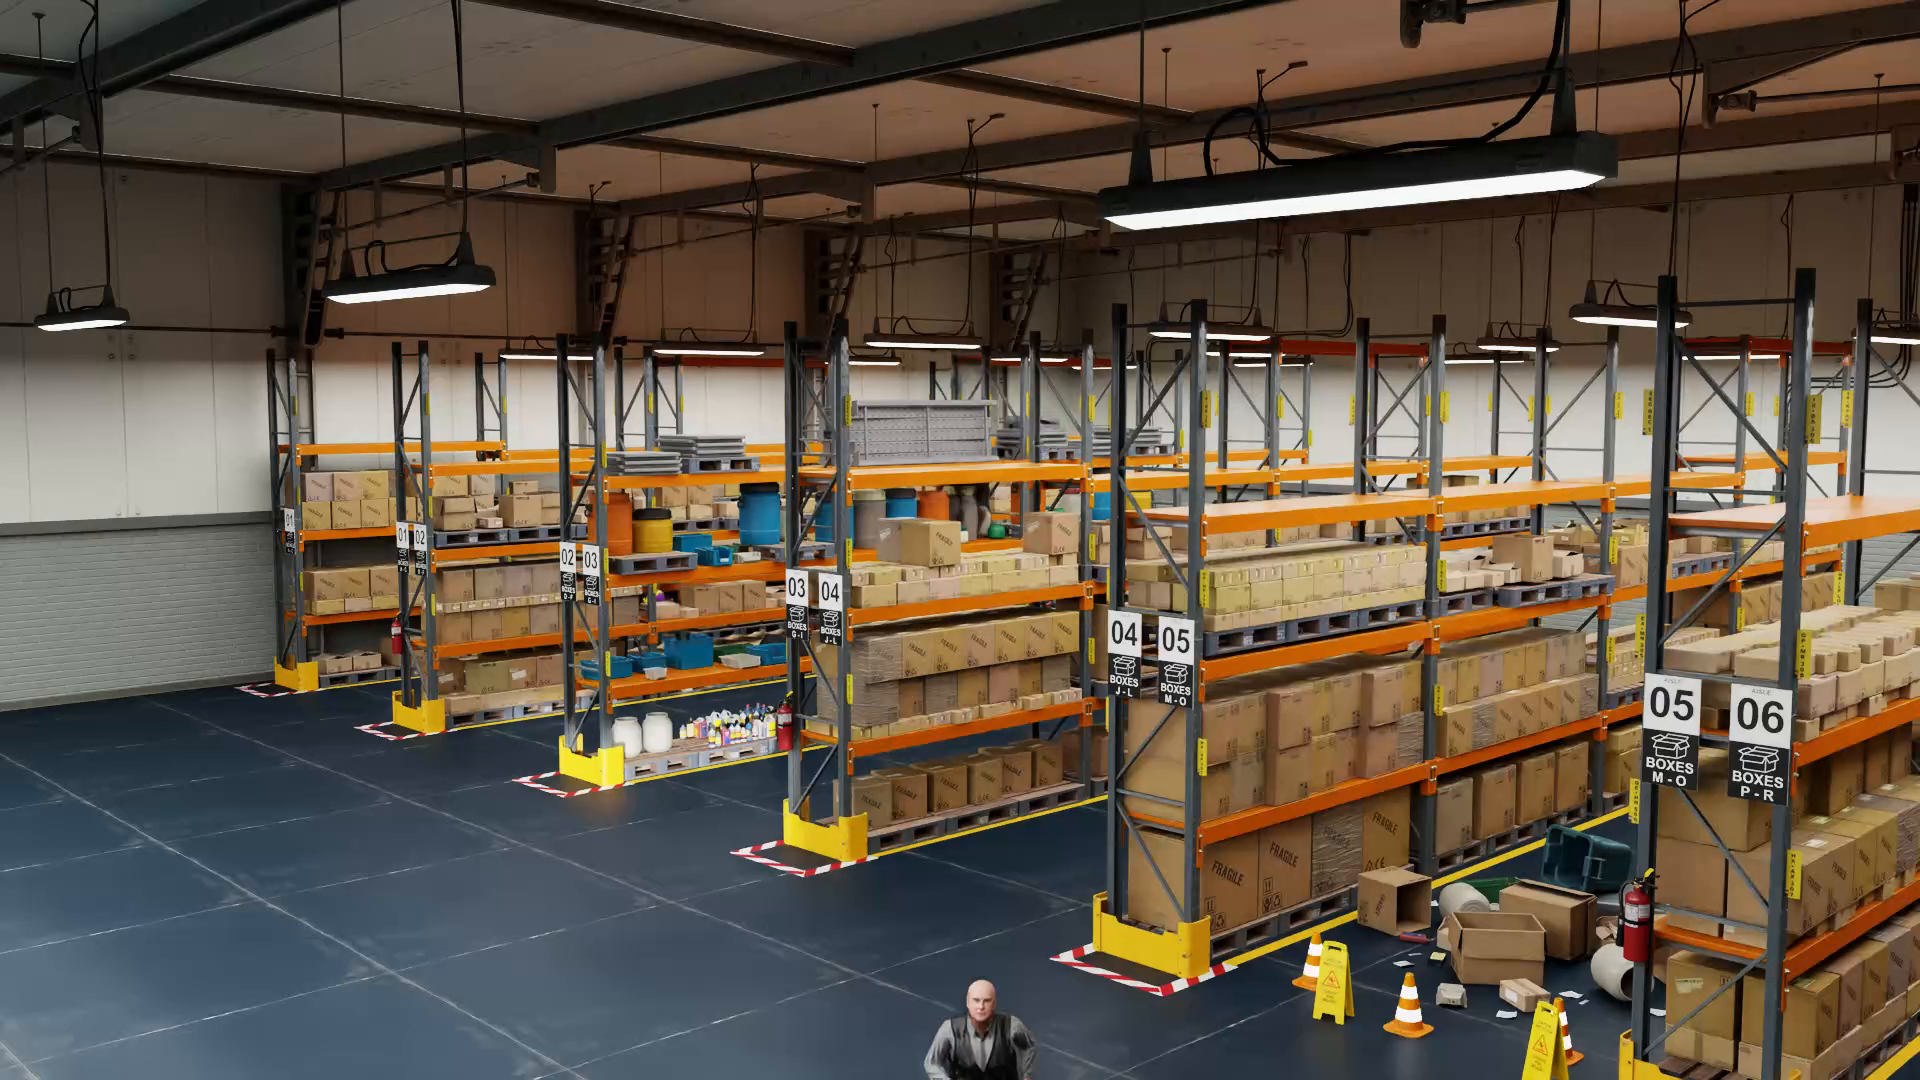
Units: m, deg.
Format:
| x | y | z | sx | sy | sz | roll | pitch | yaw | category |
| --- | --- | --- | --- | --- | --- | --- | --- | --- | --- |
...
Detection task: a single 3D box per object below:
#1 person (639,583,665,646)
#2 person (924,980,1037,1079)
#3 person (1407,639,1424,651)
| x | y | z | sx | sy | sz | roll | pitch | yaw | category |
| --- | --- | --- | --- | --- | --- | --- | --- | --- | --- |
| -5.777 | 1.551 | 31.282 | 0.693 | 1.778 | 0.946 | 5 | 7 | 43 | person |
| 0.123 | 3.451 | 9.985 | 0.681 | 1.717 | 0.989 | 0 | 5 | 1 | person |
| 6.859 | 2.105 | 24.900 | 0.804 | 1.835 | 0.653 | -5 | 7 | -45 | person |
